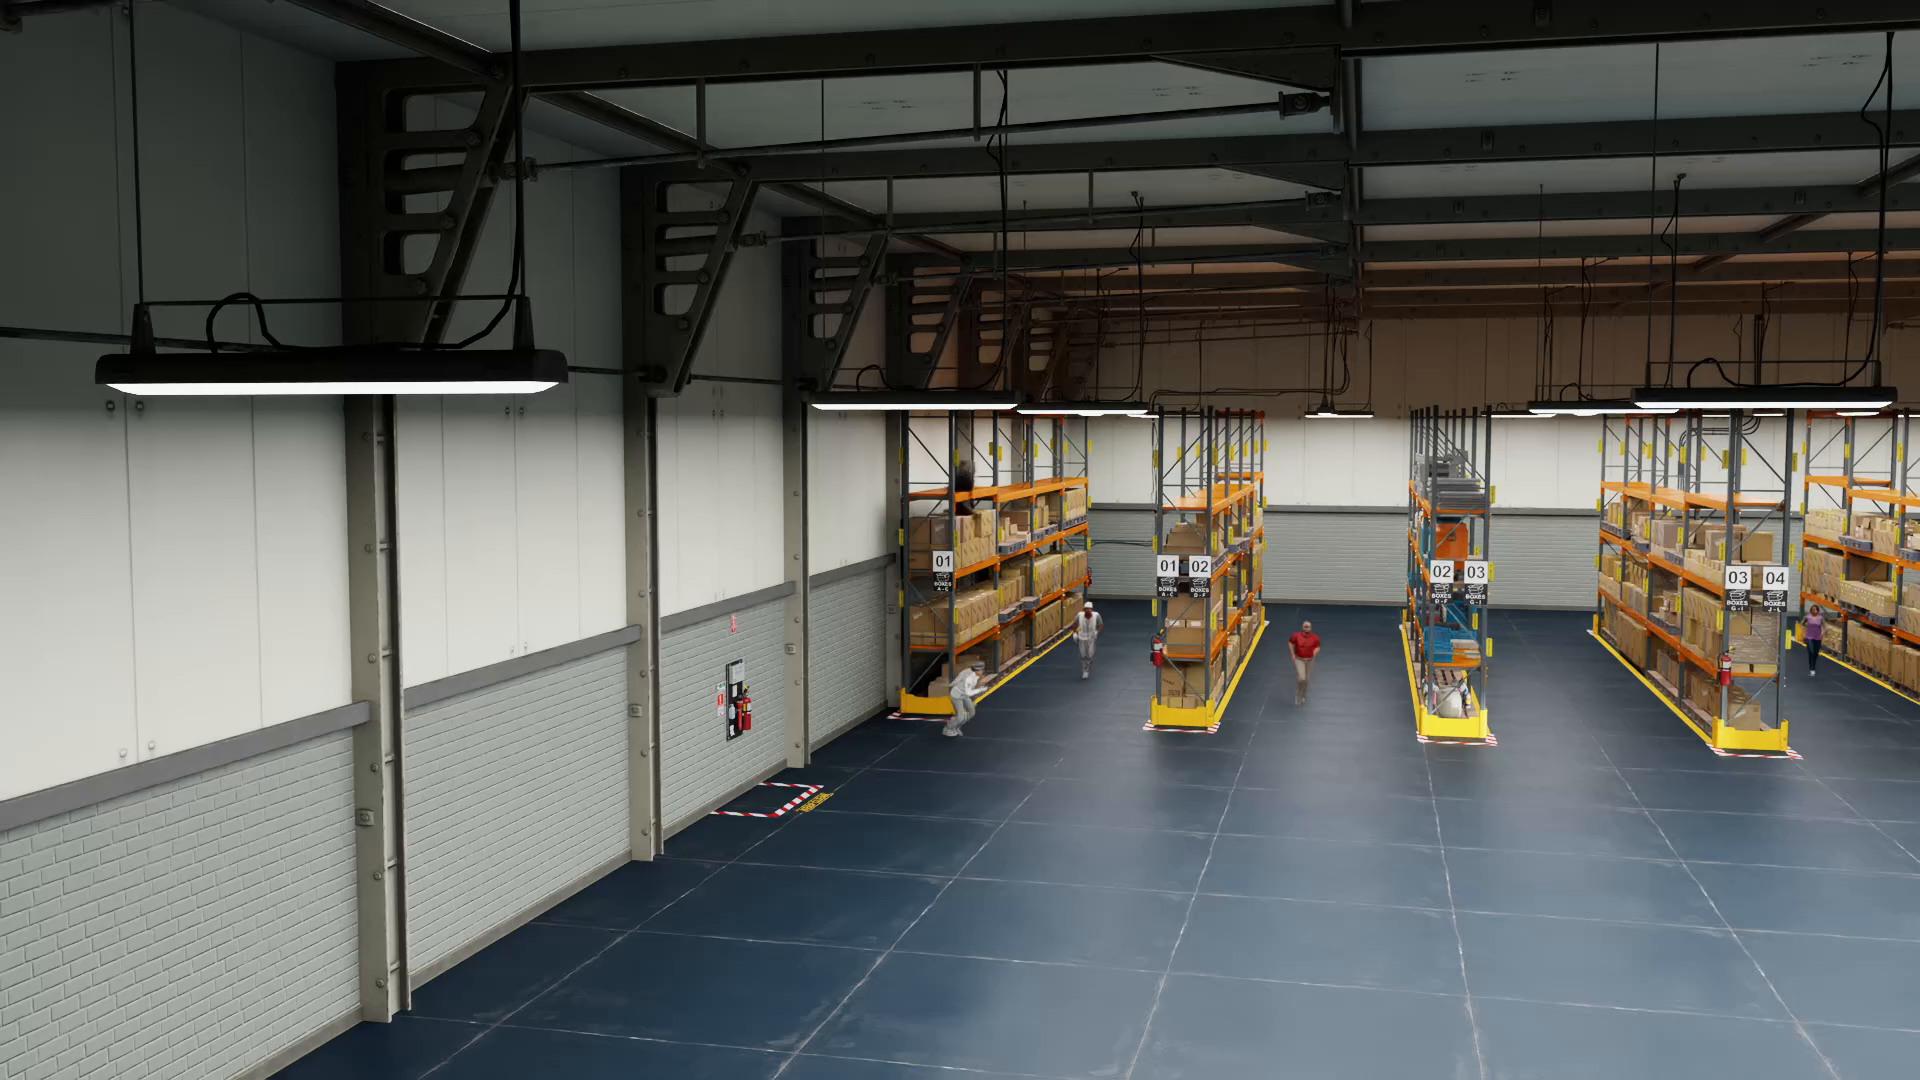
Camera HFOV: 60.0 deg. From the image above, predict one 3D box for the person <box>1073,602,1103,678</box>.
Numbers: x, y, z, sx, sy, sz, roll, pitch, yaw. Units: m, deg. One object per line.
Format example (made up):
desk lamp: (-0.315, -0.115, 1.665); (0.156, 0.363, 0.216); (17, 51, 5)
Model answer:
person: (2.851, 2.212, 37.046); (0.657, 1.705, 0.719); (0, 4, -2)

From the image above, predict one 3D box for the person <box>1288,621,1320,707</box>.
person: (6.940, 2.496, 33.433); (0.566, 1.760, 0.835); (-1, 4, -8)

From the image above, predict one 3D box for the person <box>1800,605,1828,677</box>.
person: (19.269, 2.245, 37.554); (0.545, 1.604, 0.800); (1, 4, 18)

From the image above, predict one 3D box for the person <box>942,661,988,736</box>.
person: (0.086, 2.879, 29.974); (0.921, 1.405, 0.591); (1, 4, 19)
